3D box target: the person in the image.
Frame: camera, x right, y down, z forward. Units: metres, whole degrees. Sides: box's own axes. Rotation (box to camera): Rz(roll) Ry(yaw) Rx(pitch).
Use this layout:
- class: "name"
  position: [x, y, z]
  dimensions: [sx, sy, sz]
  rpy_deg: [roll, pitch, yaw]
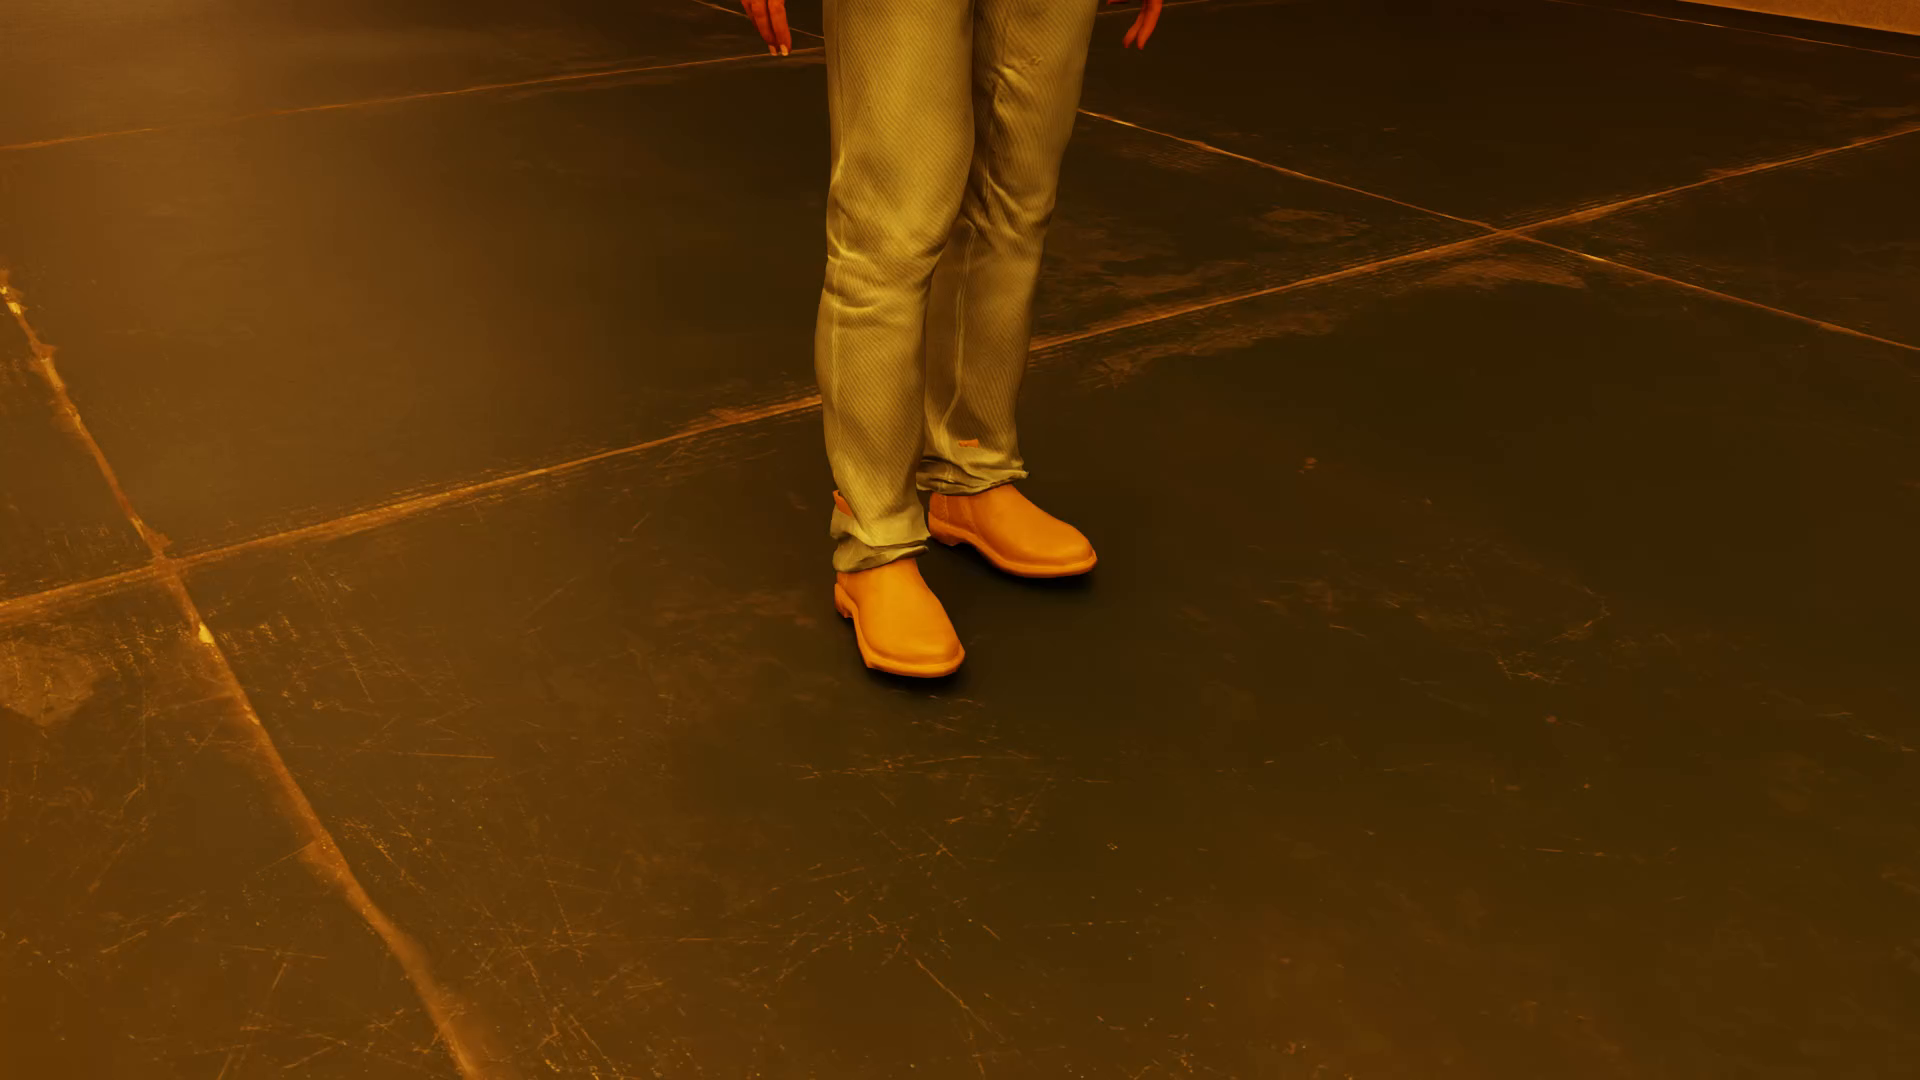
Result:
- class: "person"
  position: [0.034, -0.769, 2.047]
  dimensions: [0.665, 1.765, 0.577]
  rpy_deg: [-17, 31, -31]
